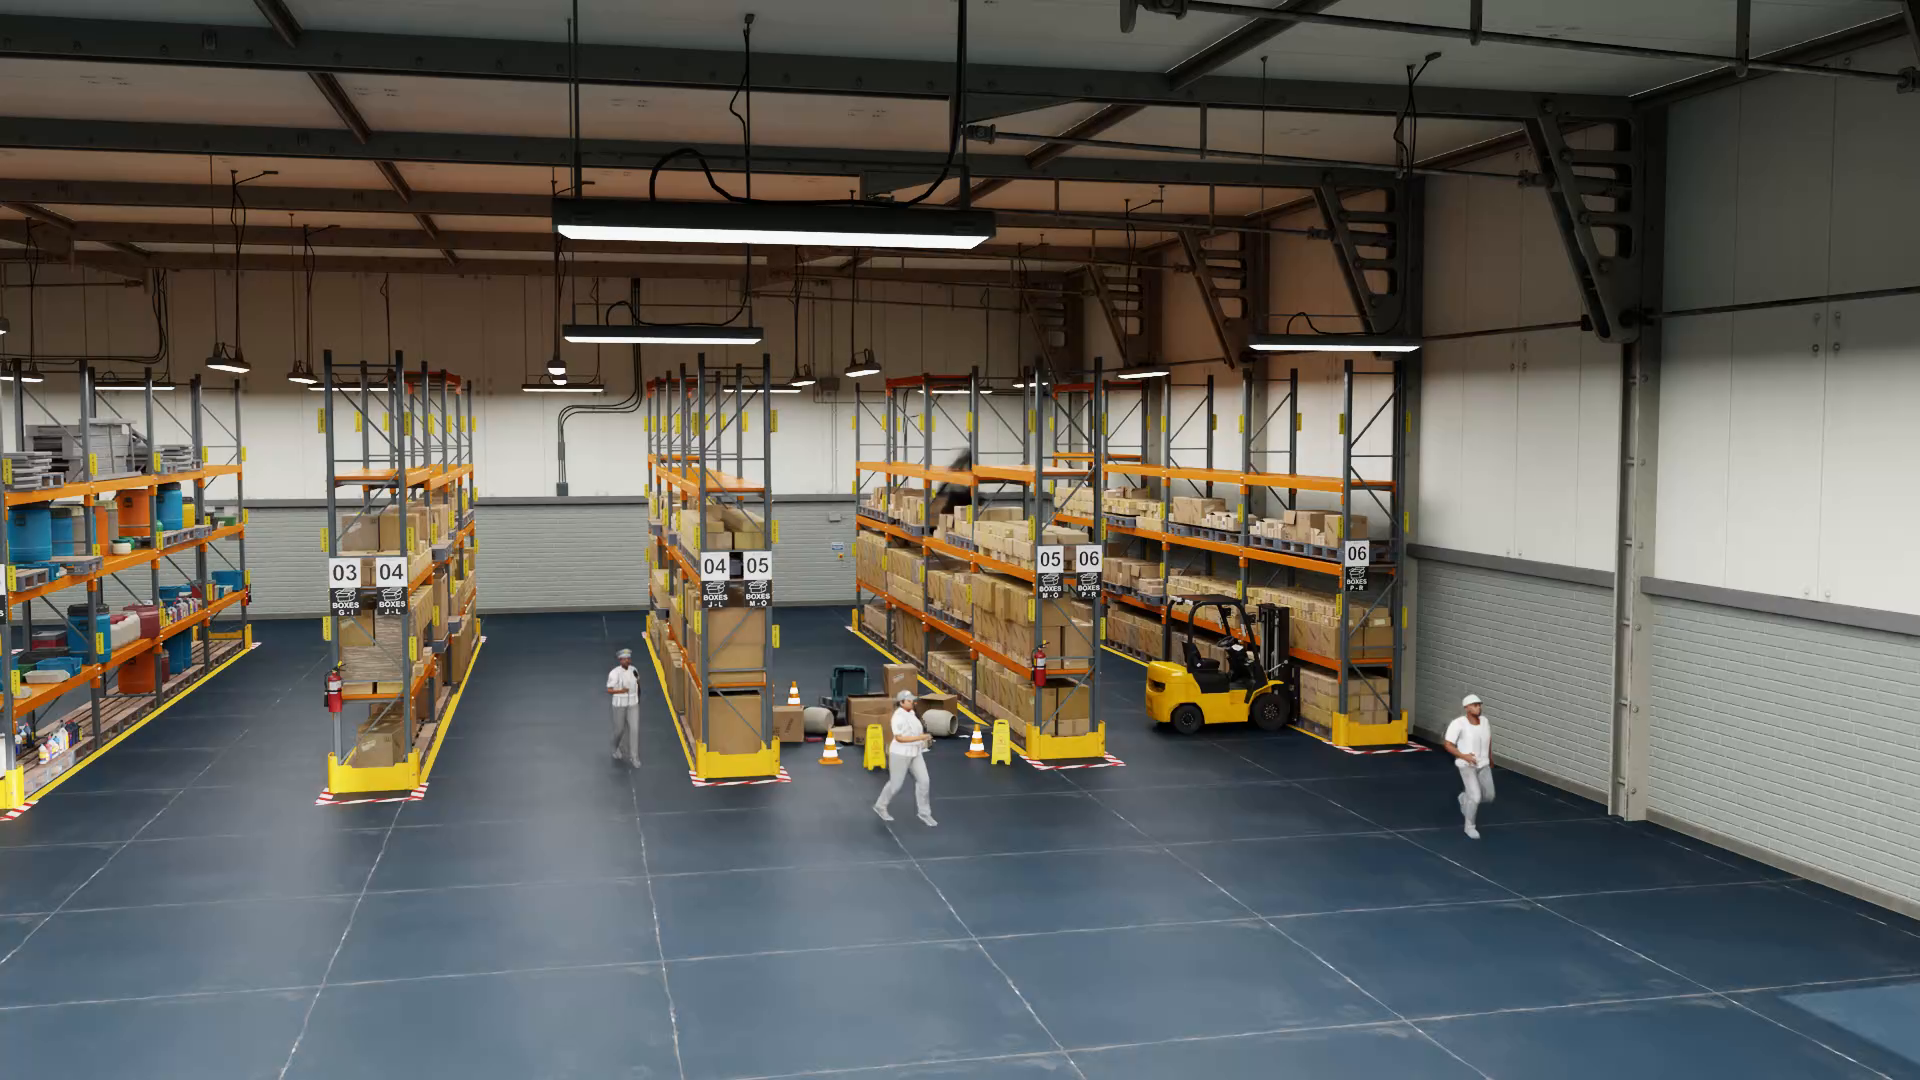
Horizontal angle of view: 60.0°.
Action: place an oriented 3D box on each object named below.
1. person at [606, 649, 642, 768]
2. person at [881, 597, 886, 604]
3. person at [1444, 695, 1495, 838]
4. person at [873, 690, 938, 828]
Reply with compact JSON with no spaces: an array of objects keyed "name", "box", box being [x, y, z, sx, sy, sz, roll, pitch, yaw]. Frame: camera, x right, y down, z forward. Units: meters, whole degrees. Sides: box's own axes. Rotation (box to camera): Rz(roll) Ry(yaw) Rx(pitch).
[{"name":"person","box":[-4.897,2.433,24.371,0.582,1.684,0.898,-2,5,-29]},{"name":"person","box":[-1.750,1.212,41.793,0.661,1.718,0.704,2,4,25]},{"name":"person","box":[6.235,2.738,20.289,0.736,1.727,0.613,-2,4,-23]},{"name":"person","box":[-0.696,2.720,20.747,0.826,1.715,0.569,2,5,30]}]
